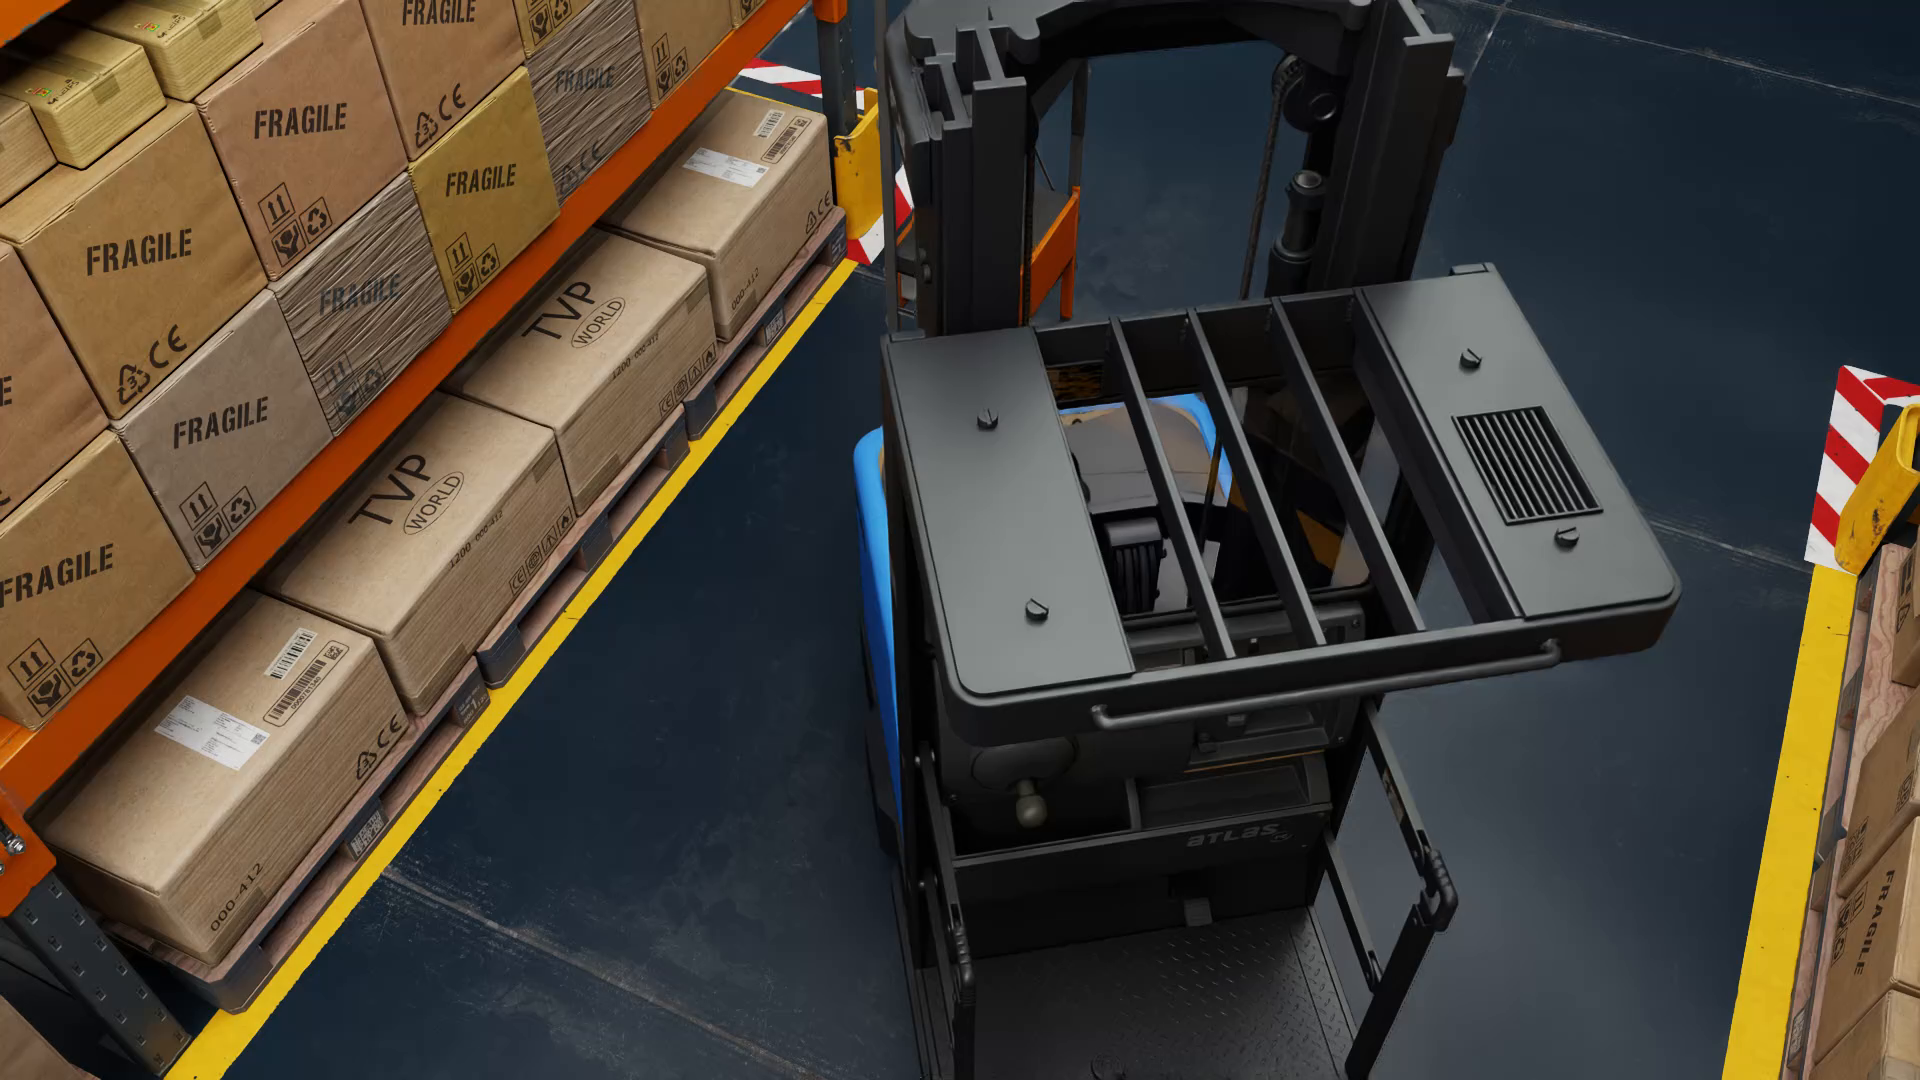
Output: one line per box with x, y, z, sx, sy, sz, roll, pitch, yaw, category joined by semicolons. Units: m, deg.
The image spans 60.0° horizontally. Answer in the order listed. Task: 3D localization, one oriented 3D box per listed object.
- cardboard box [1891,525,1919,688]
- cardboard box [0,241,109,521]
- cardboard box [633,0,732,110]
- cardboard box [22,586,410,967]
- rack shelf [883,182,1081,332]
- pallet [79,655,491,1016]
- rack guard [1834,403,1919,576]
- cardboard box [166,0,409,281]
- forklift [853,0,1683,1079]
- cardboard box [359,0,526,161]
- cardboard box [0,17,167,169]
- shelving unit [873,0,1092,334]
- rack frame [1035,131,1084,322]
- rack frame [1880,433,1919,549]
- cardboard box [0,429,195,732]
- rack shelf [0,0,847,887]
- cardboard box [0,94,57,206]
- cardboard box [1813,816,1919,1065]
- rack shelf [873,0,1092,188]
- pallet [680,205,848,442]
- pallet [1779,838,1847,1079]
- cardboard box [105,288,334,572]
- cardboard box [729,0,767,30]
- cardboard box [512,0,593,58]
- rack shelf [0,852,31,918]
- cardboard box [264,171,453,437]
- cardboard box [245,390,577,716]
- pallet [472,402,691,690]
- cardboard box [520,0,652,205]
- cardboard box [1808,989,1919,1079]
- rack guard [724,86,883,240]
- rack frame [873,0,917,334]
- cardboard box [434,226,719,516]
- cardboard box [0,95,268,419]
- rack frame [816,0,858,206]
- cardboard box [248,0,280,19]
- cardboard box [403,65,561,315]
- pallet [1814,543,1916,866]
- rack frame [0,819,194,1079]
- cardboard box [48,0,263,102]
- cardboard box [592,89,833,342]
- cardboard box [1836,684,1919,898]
3.262;0.204;4.970;0.797;0.503;0.637;18;52;15;cardboard box
-2.167;-0.323;3.333;0.500;0.500;0.500;20;53;16;cardboard box
-1.075;-1.745;5.200;0.500;0.500;0.500;19;52;15;cardboard box
-2.224;0.579;4.694;0.875;0.438;0.875;19;52;16;cardboard box
0.071;-0.786;5.058;0.431;0.518;0.480;20;52;16;rack shelf
-2.194;0.688;5.026;1.003;0.211;1.213;20;52;16;pallet
3.577;0.003;5.419;1.175;0.500;0.348;20;52;16;rack guard
-1.716;-1.018;3.924;0.500;0.500;0.500;21;53;17;cardboard box
0.449;0.481;3.416;1.130;2.935;3.031;-8;50;-6;forklift
-1.499;-1.364;4.219;0.500;0.500;0.500;19;52;16;cardboard box
-1.892;-0.940;3.432;0.380;0.149;0.250;19;52;16;cardboard box
0.071;-0.794;5.047;0.431;2.100;0.503;20;52;16;shelving unit
0.175;-0.962;5.190;0.400;2.100;0.015;20;52;16;rack frame
3.609;-0.859;4.512;1.000;3.000;0.127;20;52;16;rack frame
-2.152;0.012;3.704;0.500;0.500;0.500;21;53;17;cardboard box
-1.735;-0.862;4.986;1.077;0.370;4.000;20;52;16;rack shelf
-2.054;-0.789;3.303;0.380;0.149;0.250;19;52;16;cardboard box
2.545;1.112;4.200;0.500;0.500;0.500;21;53;17;cardboard box
0.071;-1.239;4.525;0.431;0.518;0.480;20;52;16;rack shelf
-1.151;-0.992;6.456;1.003;0.211;1.213;20;52;16;pallet
2.714;1.483;4.350;1.003;0.211;1.213;20;52;16;pallet
-1.933;-0.333;3.998;0.500;0.500;0.500;20;53;16;cardboard box
-0.847;-2.086;5.490;0.500;0.500;0.500;20;53;16;cardboard box
-1.282;-1.710;4.513;0.500;0.500;0.500;20;52;16;cardboard box
-3.444;1.893;2.642;1.077;0.370;4.000;20;52;16;rack shelf
-1.715;-0.673;4.288;0.500;0.500;0.500;20;53;16;cardboard box
-1.842;-0.037;5.219;0.875;0.438;0.875;18;52;15;cardboard box
-1.674;-0.155;5.743;1.003;0.211;1.213;20;52;16;pallet
-1.286;-1.388;4.896;0.500;0.500;0.500;21;53;17;cardboard box
2.418;1.496;3.873;0.700;0.500;0.500;18;52;15;cardboard box
-0.870;-1.678;6.850;1.175;0.500;0.348;20;52;16;rack guard
-0.034;-0.626;4.904;0.400;2.100;0.015;20;52;16;rack frame
-1.455;-0.658;5.747;0.875;0.438;0.875;21;53;17;cardboard box
-1.946;-0.669;3.627;0.500;0.500;0.500;19;52;16;cardboard box
-0.880;-2.472;5.884;1.000;3.000;0.127;20;52;16;rack frame
-1.719;-1.313;3.750;0.380;0.149;0.250;20;52;16;cardboard box
-1.495;-1.028;4.590;0.500;0.500;0.500;21;53;17;cardboard box
3.237;0.646;5.062;1.003;0.211;1.213;20;52;16;pallet
-2.589;0.282;3.540;1.000;3.000;0.127;20;52;16;rack frame
-1.753;-1.113;3.580;0.380;0.149;0.250;18;52;15;cardboard box
-1.072;-1.291;6.285;0.875;0.438;0.875;18;52;15;cardboard box
2.862;0.781;4.482;0.700;0.500;0.500;22;53;18;cardboard box
